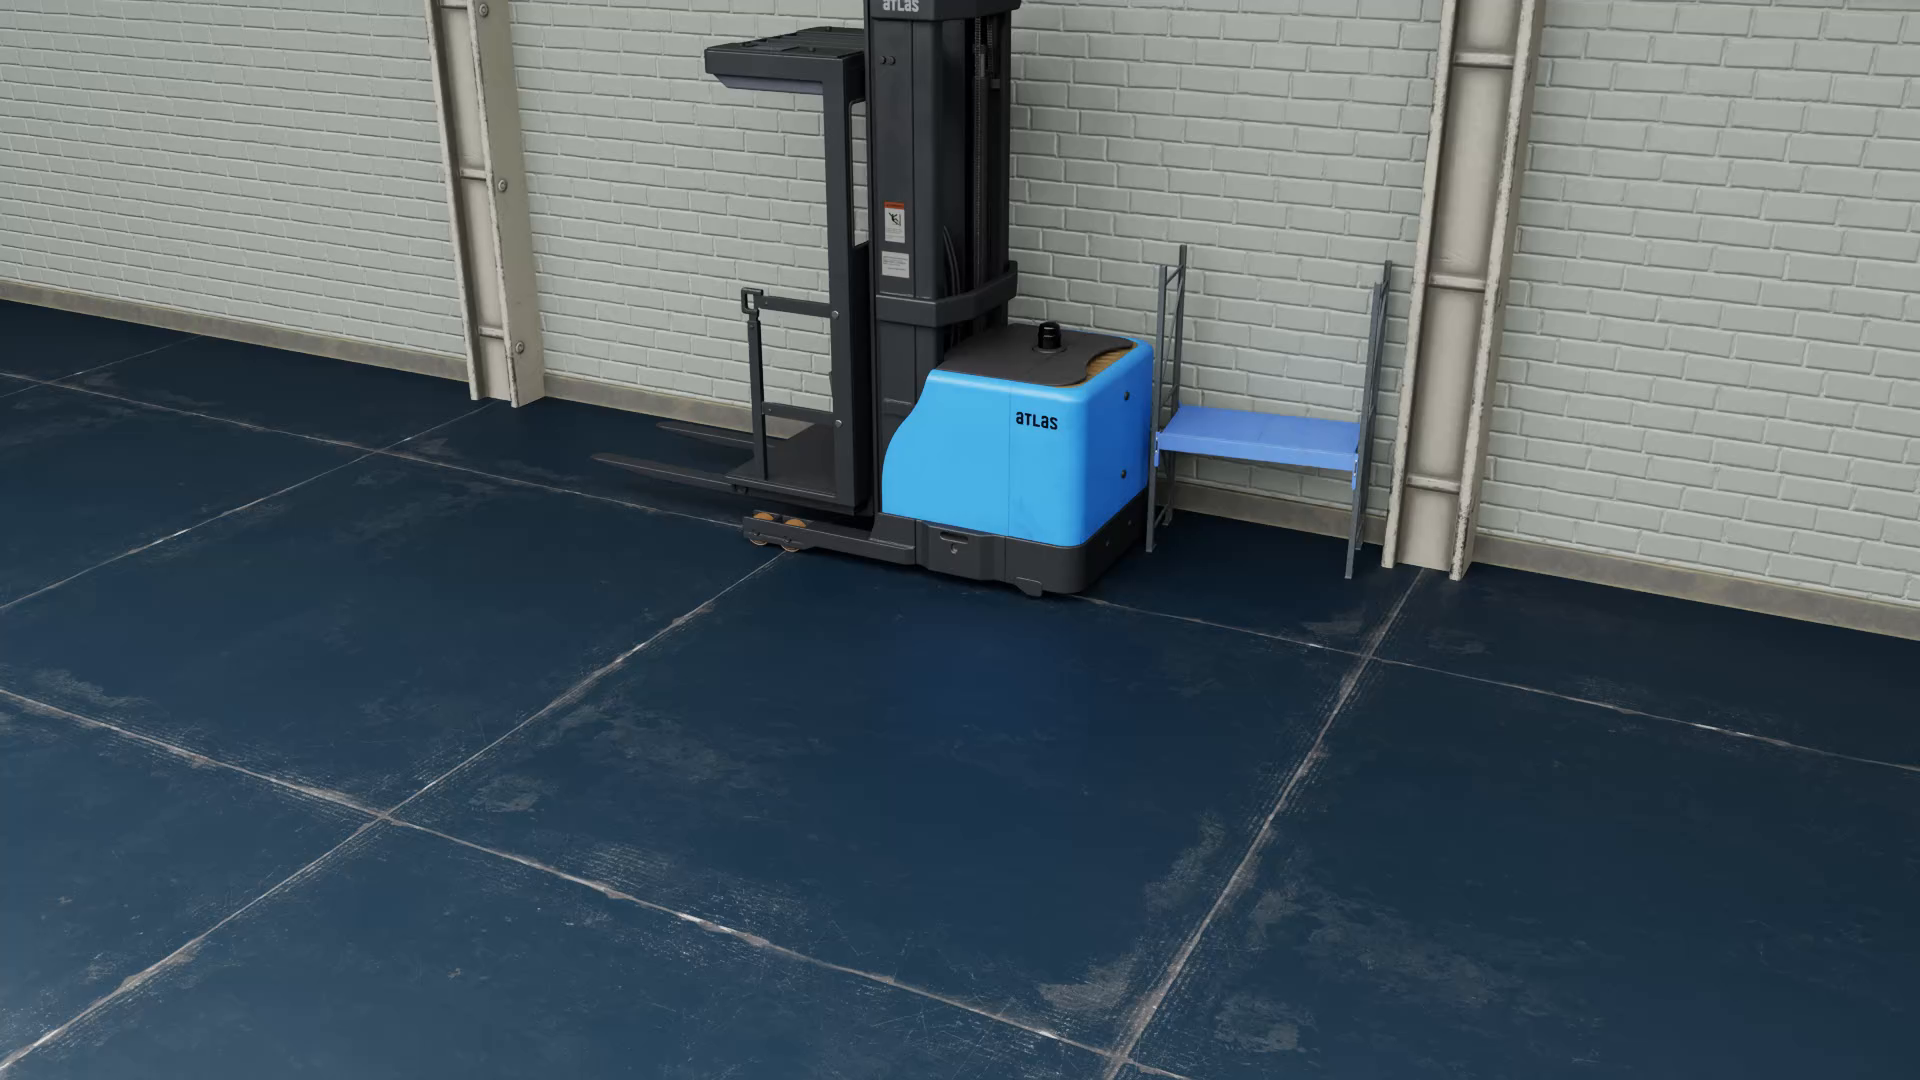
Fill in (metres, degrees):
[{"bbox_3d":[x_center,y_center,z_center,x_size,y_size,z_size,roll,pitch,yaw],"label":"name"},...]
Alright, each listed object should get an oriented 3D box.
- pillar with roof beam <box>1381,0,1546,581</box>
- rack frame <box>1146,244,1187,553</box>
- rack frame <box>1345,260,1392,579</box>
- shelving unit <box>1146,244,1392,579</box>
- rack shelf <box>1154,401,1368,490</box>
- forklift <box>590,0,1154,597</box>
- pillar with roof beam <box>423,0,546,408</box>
[{"bbox_3d":[0.440,-2.523,3.185,0.400,9.000,9.100,11,25,25],"label":"pillar with roof beam"},{"bbox_3d":[1.057,-0.719,8.524,0.032,1.500,0.500,8,24,18],"label":"rack frame"},{"bbox_3d":[2.018,-0.588,8.216,0.032,1.500,0.500,8,24,18],"label":"rack frame"},{"bbox_3d":[1.538,-0.653,8.370,1.048,1.500,0.538,8,24,18],"label":"shelving unit"},{"bbox_3d":[1.538,-0.488,8.440,1.000,0.185,0.538,8,24,18],"label":"rack shelf"},{"bbox_3d":[-0.563,-1.459,8.435,3.031,2.935,1.130,11,25,24],"label":"forklift"},{"bbox_3d":[-4.914,-3.583,5.676,0.400,9.000,9.100,11,25,25],"label":"pillar with roof beam"}]
